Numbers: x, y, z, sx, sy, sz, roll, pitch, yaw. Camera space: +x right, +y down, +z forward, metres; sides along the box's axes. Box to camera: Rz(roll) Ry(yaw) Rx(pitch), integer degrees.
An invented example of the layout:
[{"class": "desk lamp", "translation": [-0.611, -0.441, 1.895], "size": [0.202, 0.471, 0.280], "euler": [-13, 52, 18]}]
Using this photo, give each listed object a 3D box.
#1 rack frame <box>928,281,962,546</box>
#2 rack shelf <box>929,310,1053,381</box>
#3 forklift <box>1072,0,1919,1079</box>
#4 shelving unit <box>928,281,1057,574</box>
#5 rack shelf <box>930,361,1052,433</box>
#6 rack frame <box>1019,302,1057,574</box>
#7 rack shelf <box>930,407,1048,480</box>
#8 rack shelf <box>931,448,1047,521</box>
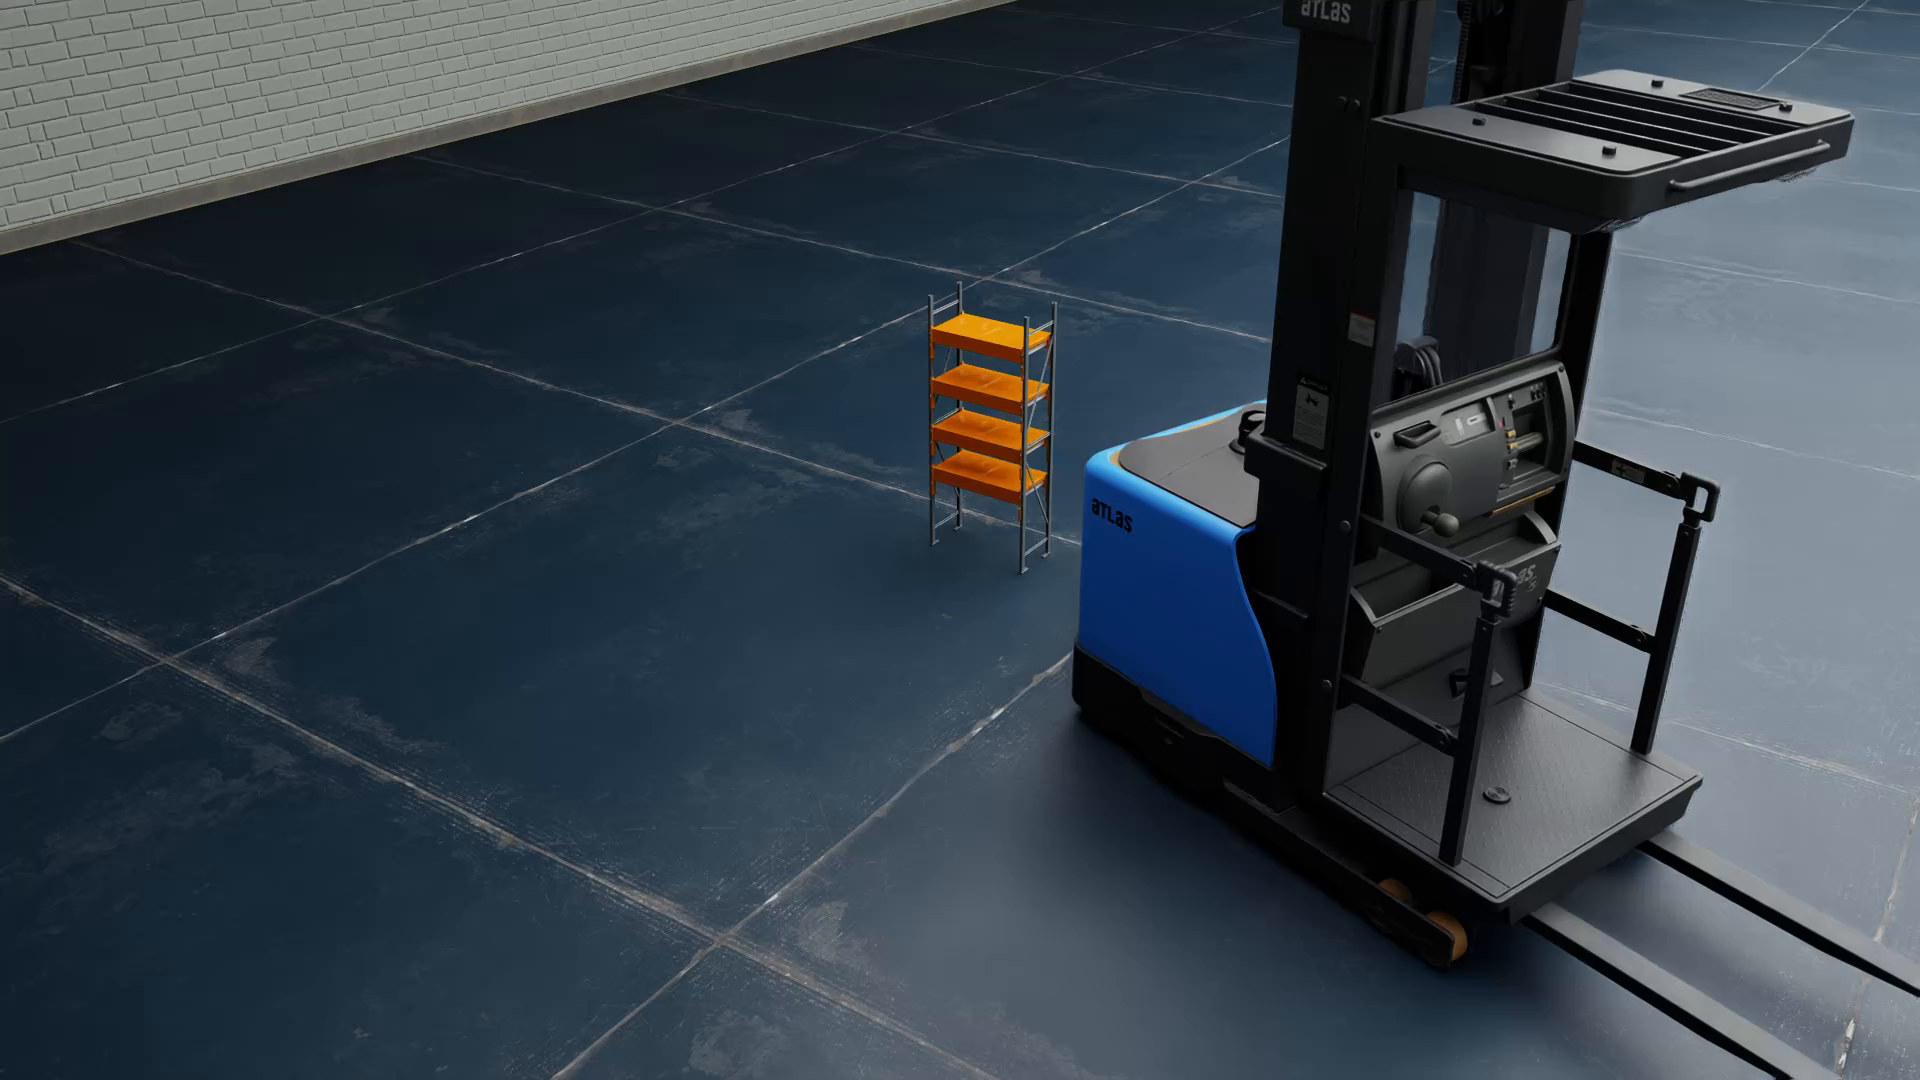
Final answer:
[{"class": "rack frame", "translation": [-0.065, -0.555, 7.480], "size": [0.015, 1.200, 0.240], "euler": [17, 32, 30]}, {"class": "rack shelf", "translation": [0.136, -0.842, 7.179], "size": [0.480, 0.148, 0.258], "euler": [17, 32, 30]}, {"class": "forklift", "translation": [1.712, -0.246, 4.966], "size": [1.130, 2.935, 3.031], "euler": [-19, 32, -32]}, {"class": "shelving unit", "translation": [0.136, -0.492, 7.357], "size": [0.503, 1.200, 0.258], "euler": [17, 32, 30]}, {"class": "rack shelf", "translation": [0.136, -0.632, 7.286], "size": [0.480, 0.148, 0.258], "euler": [17, 32, 30]}, {"class": "rack frame", "translation": [0.338, -0.430, 7.234], "size": [0.015, 1.200, 0.240], "euler": [17, 32, 30]}, {"class": "rack shelf", "translation": [0.136, -0.432, 7.388], "size": [0.480, 0.148, 0.258], "euler": [17, 32, 30]}, {"class": "rack shelf", "translation": [0.136, -0.255, 7.478], "size": [0.480, 0.148, 0.258], "euler": [17, 32, 30]}]
